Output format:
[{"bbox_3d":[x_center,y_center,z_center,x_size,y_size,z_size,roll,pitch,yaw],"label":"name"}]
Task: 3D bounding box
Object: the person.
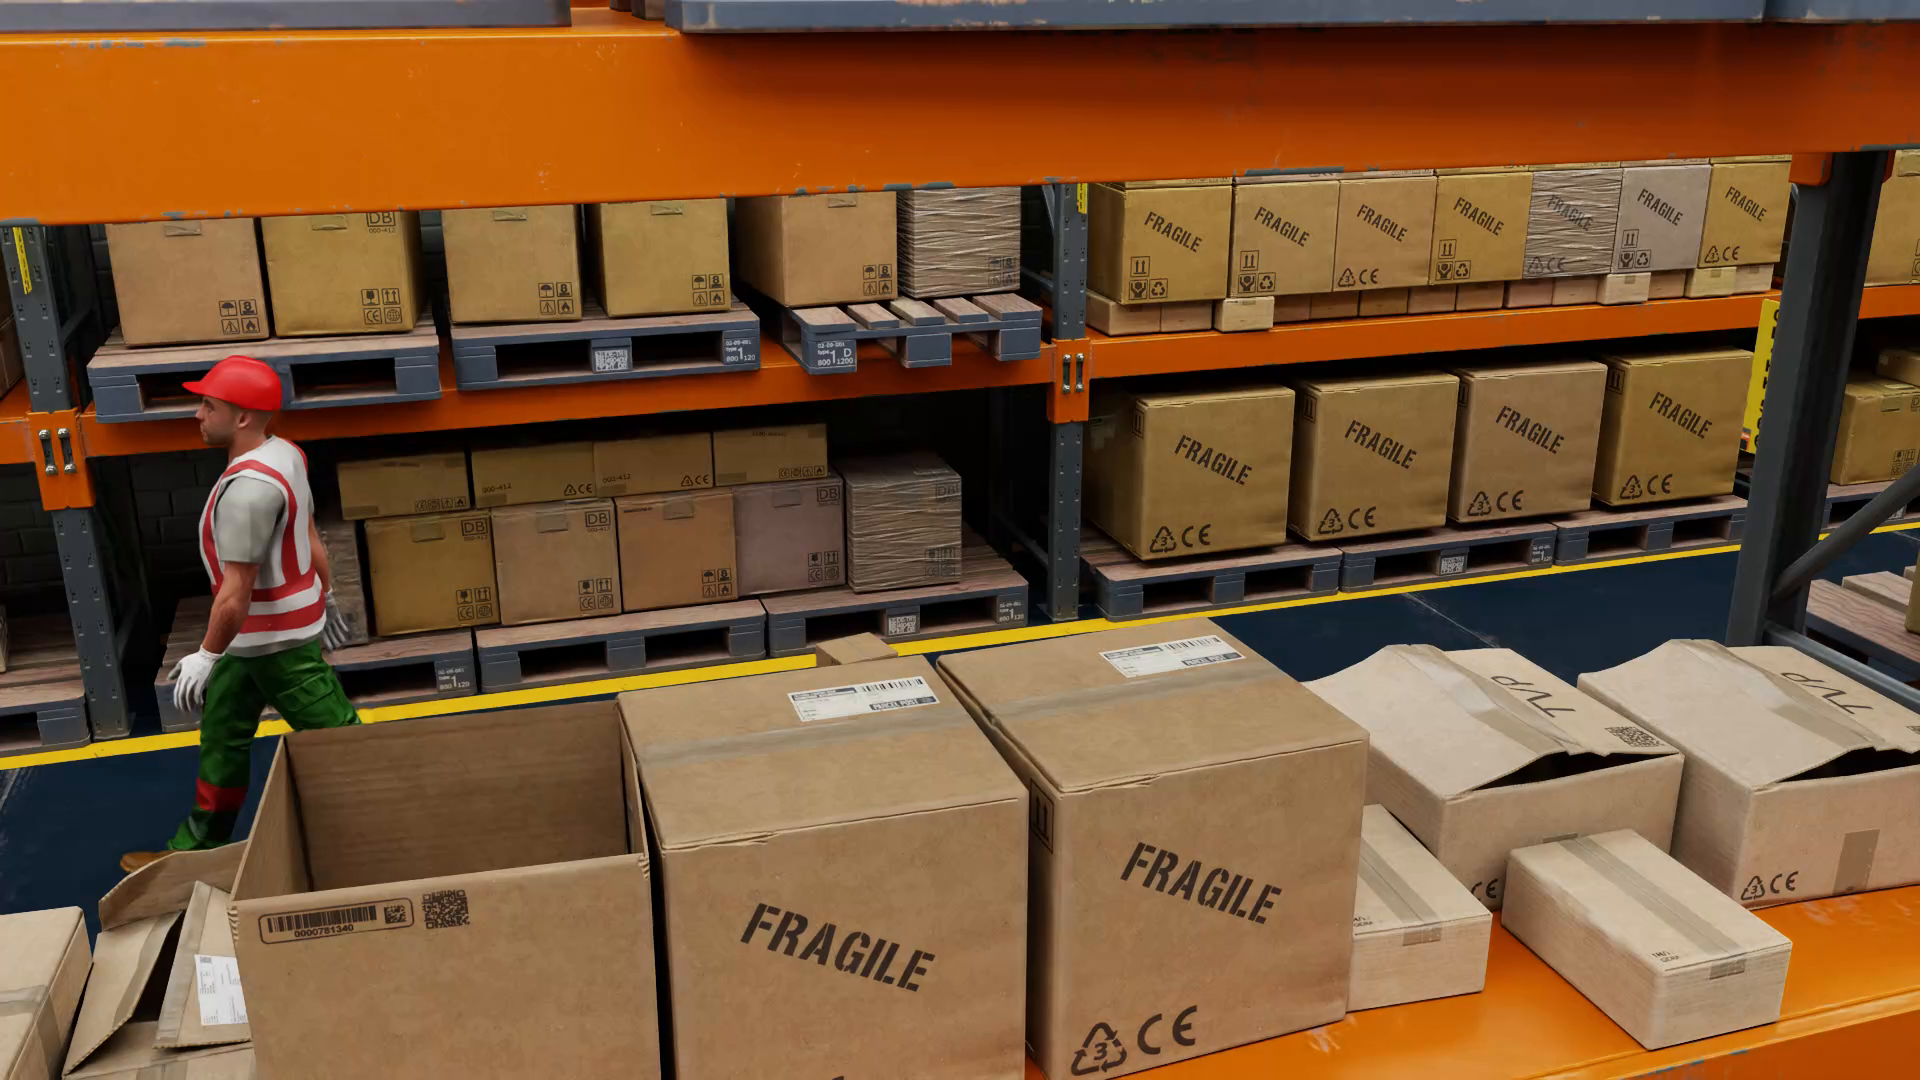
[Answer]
[{"bbox_3d":[-2.204,0.284,5.225,1.068,1.742,0.603,-6,20,-16],"label":"person"}]
